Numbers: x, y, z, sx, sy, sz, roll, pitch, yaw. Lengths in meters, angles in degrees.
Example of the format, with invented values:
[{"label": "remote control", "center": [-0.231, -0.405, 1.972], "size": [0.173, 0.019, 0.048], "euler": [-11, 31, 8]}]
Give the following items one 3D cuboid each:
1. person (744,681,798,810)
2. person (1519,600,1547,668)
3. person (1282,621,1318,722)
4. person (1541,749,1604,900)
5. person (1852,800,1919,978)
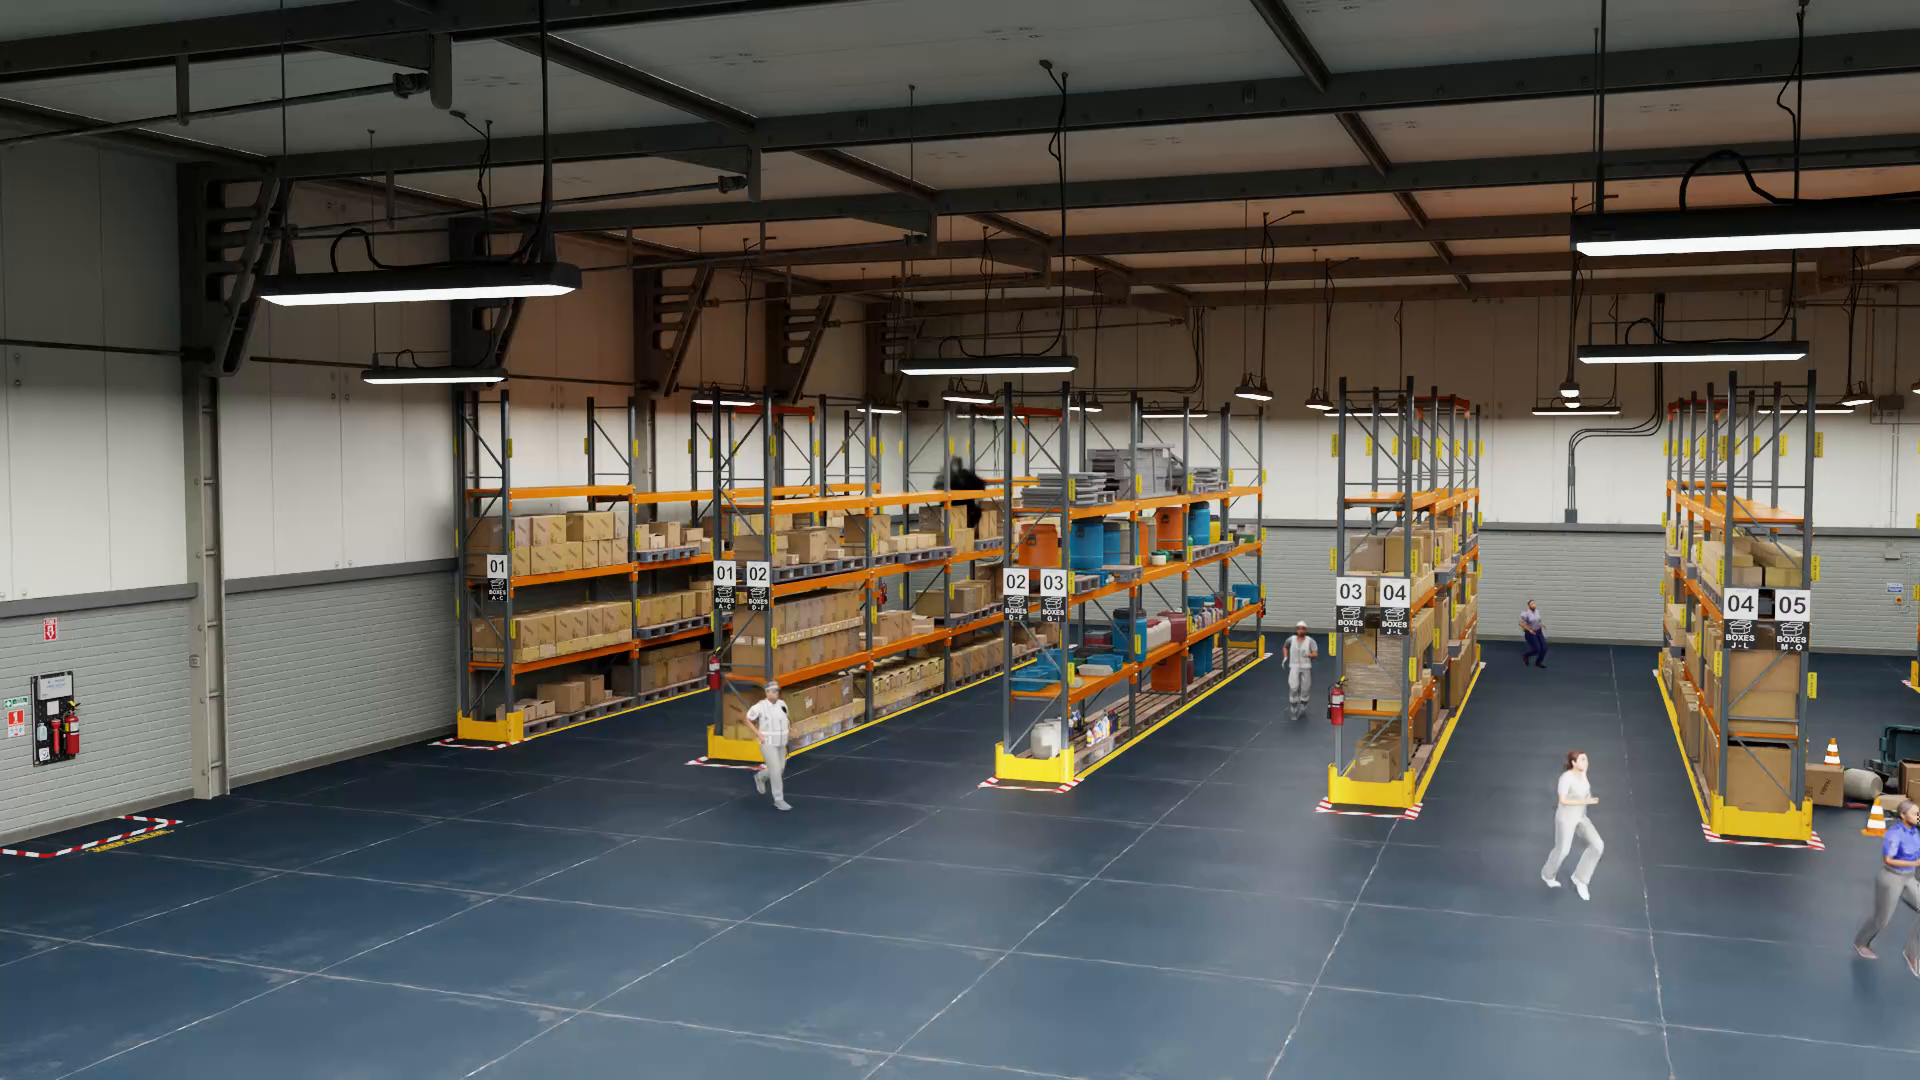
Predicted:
[{"label": "person", "center": [-2.651, 2.852, 23.298], "size": [0.895, 1.779, 0.663], "euler": [3, 4, 44]}, {"label": "person", "center": [13.064, 2.138, 37.925], "size": [0.609, 1.570, 0.533], "euler": [-2, 4, -28]}, {"label": "person", "center": [6.270, 2.418, 30.687], "size": [0.644, 1.846, 0.776], "euler": [1, 3, 11]}, {"label": "person", "center": [6.829, 3.144, 18.588], "size": [0.588, 1.673, 0.812], "euler": [-2, 4, -30]}, {"label": "person", "center": [8.969, 3.313, 15.945], "size": [0.599, 1.670, 0.831], "euler": [-2, 4, -27]}]
